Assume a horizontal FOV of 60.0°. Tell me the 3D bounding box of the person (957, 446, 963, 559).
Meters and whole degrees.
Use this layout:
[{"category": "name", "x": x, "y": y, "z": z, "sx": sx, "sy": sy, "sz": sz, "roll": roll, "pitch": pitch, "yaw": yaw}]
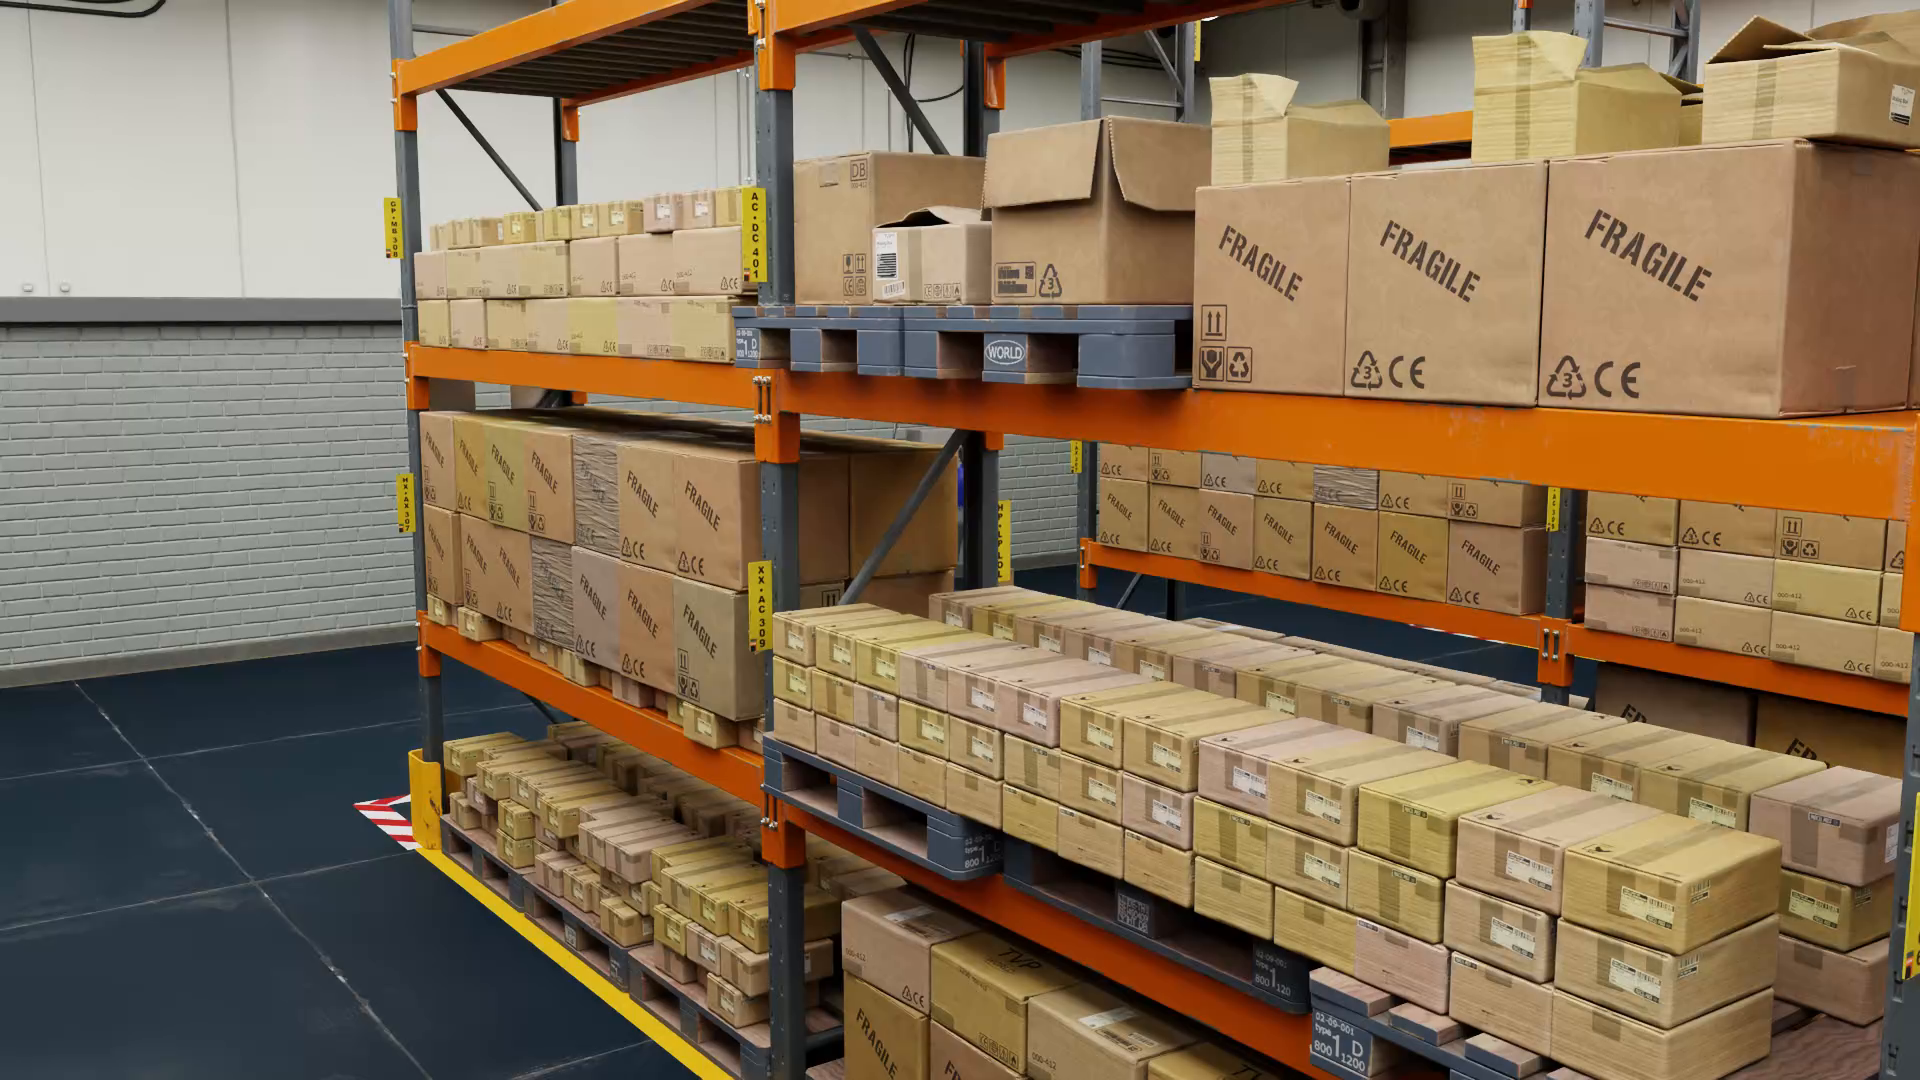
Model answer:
[{"category": "person", "x": 0.069, "y": -0.209, "z": 17.367, "sx": 0.449, "sy": 1.611, "sz": 0.887, "roll": 2, "pitch": 8, "yaw": 13}]
